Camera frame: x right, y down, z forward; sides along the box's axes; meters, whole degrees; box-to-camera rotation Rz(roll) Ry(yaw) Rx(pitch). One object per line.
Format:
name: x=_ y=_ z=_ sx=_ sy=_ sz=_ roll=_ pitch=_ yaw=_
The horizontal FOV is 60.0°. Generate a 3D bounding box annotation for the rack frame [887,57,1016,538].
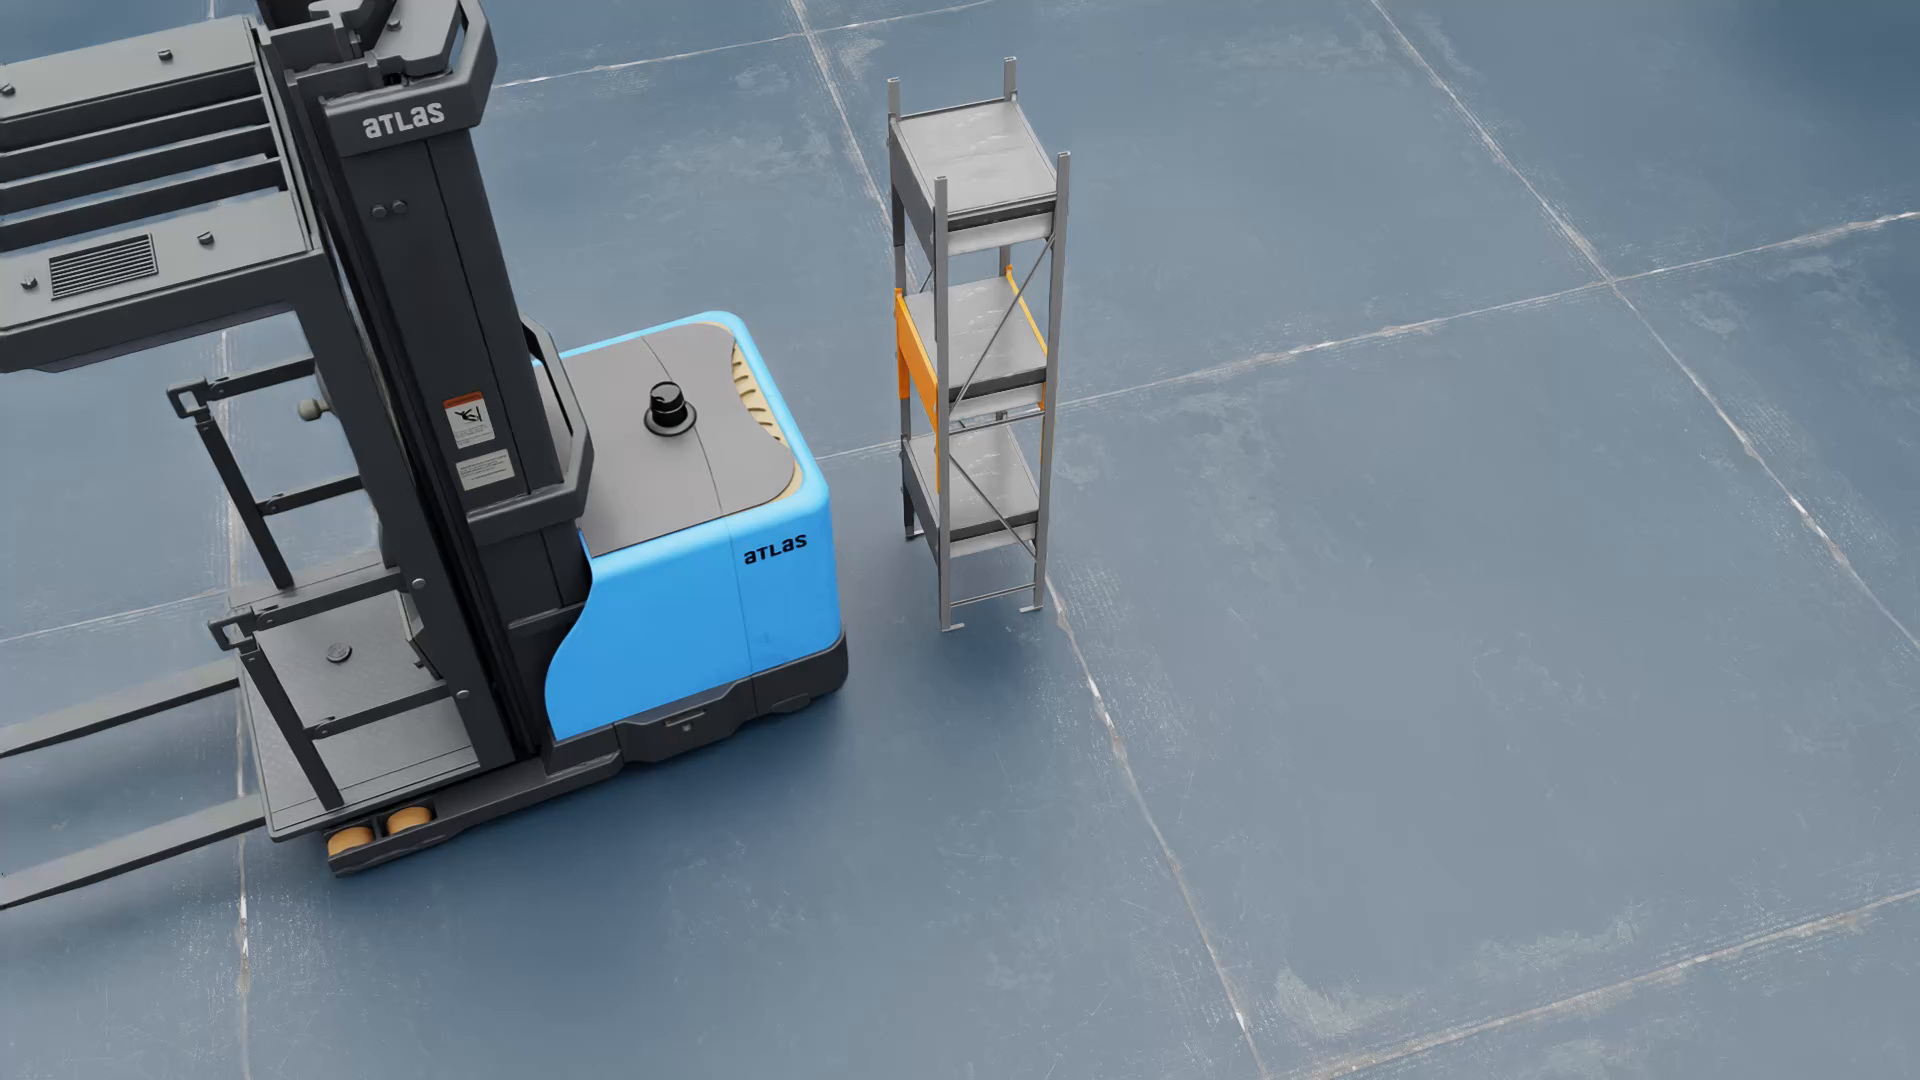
rack frame: x=-0.023 y=-0.734 z=5.785 sx=0.400 sy=2.100 sz=0.015 roll=-13 pitch=51 yaw=-11

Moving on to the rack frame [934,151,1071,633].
rack frame: x=0.121 y=-0.378 z=5.485 sx=0.400 sy=2.100 sz=0.015 roll=-13 pitch=51 yaw=-11

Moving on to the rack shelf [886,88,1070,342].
rack shelf: x=0.049 y=-0.998 z=5.110 sx=0.431 sy=0.518 sz=0.480 roll=-13 pitch=51 yaw=-11

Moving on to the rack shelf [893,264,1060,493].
rack shelf: x=0.049 y=-0.547 z=5.645 sx=0.431 sy=0.518 sz=0.480 roll=-13 pitch=51 yaw=-11

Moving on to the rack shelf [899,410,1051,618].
rack shelf: x=0.049 y=-0.096 z=6.181 sx=0.431 sy=0.518 sz=0.480 roll=-13 pitch=51 yaw=-11

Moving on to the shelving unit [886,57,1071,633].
shelving unit: x=0.049 y=-0.556 z=5.635 sx=0.431 sy=2.100 sz=0.503 roll=-13 pitch=51 yaw=-11

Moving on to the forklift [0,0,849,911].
forklift: x=-1.969 y=-0.290 z=4.867 sx=3.031 sy=2.935 sz=1.130 roll=-18 pitch=52 yaw=-15
